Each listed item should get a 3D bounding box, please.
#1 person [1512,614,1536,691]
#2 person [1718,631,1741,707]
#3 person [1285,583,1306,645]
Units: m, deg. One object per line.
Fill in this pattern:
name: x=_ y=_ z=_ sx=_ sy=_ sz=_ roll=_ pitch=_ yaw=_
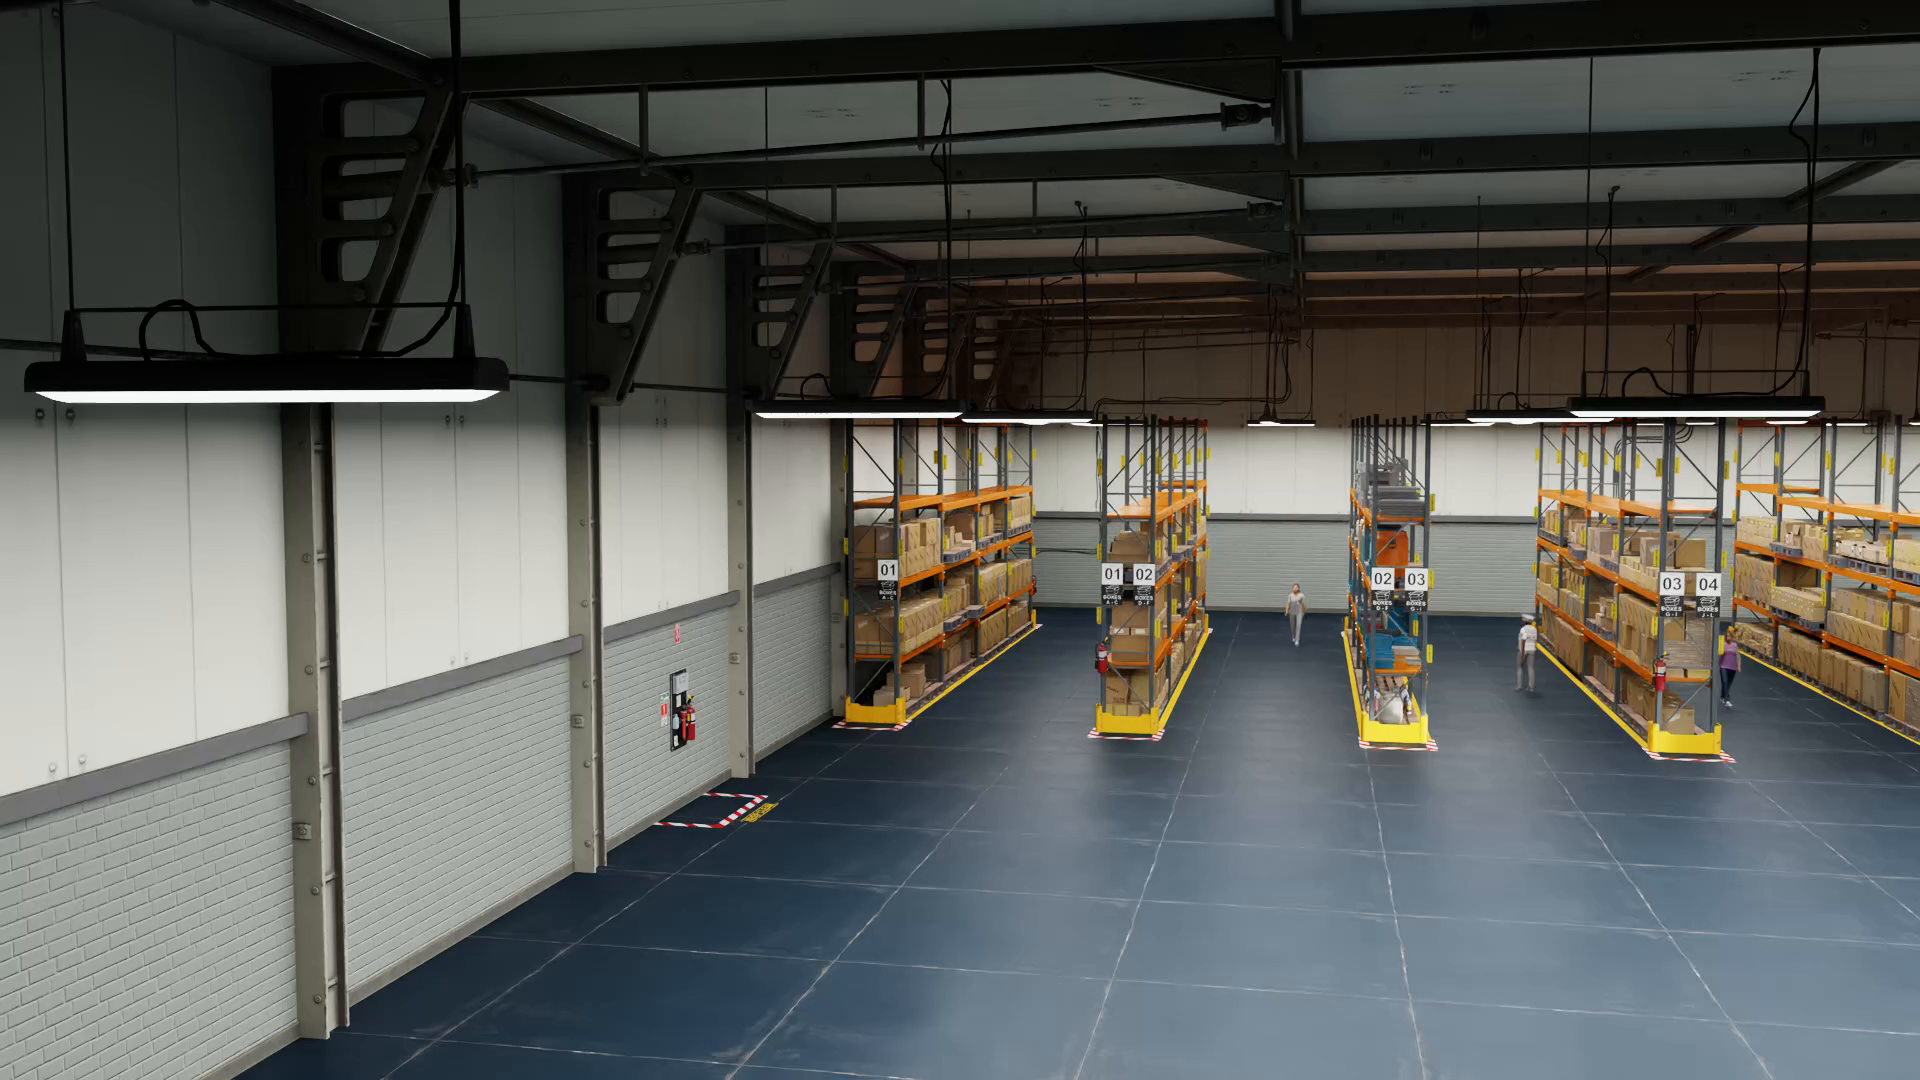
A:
person: x=12.405 y=2.485 z=36.375 sx=0.450 sy=1.712 sz=0.687 roll=0 pitch=4 yaw=-1
person: x=15.866 y=2.650 z=34.289 sx=0.431 sy=1.539 sz=0.943 roll=1 pitch=4 yaw=9
person: x=8.908 y=1.954 z=44.163 sx=0.525 sy=1.603 sz=1.060 roll=1 pitch=4 yaw=16
